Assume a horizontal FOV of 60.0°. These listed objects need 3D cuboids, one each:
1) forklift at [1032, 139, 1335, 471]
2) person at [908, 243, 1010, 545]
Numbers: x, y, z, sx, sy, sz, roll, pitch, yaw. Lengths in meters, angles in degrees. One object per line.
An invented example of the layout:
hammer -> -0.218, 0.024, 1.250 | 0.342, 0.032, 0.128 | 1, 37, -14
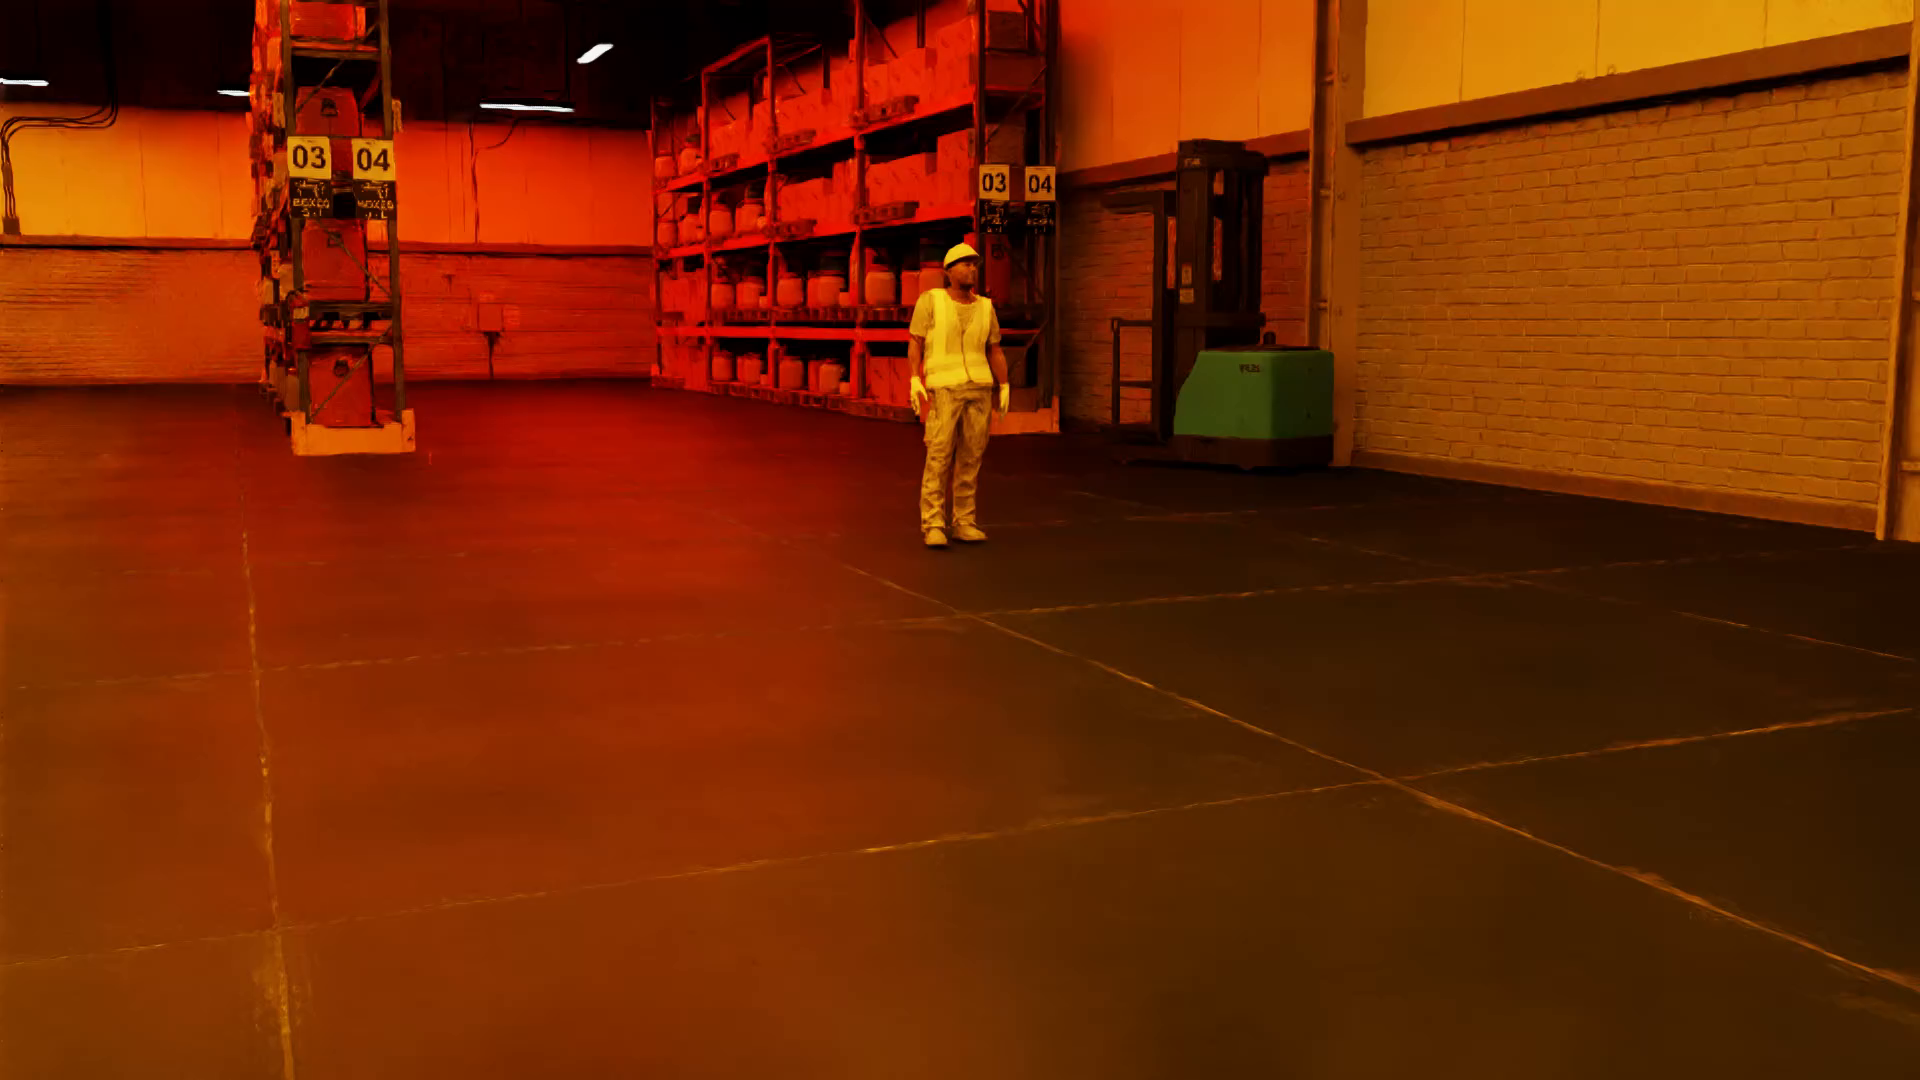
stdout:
forklift -> 2.000, -2.198, 15.614 | 1.130, 2.935, 3.031 | -7, 10, -43
person -> 0.022, -0.882, 9.968 | 0.655, 1.782, 0.576 | -3, 8, -23
